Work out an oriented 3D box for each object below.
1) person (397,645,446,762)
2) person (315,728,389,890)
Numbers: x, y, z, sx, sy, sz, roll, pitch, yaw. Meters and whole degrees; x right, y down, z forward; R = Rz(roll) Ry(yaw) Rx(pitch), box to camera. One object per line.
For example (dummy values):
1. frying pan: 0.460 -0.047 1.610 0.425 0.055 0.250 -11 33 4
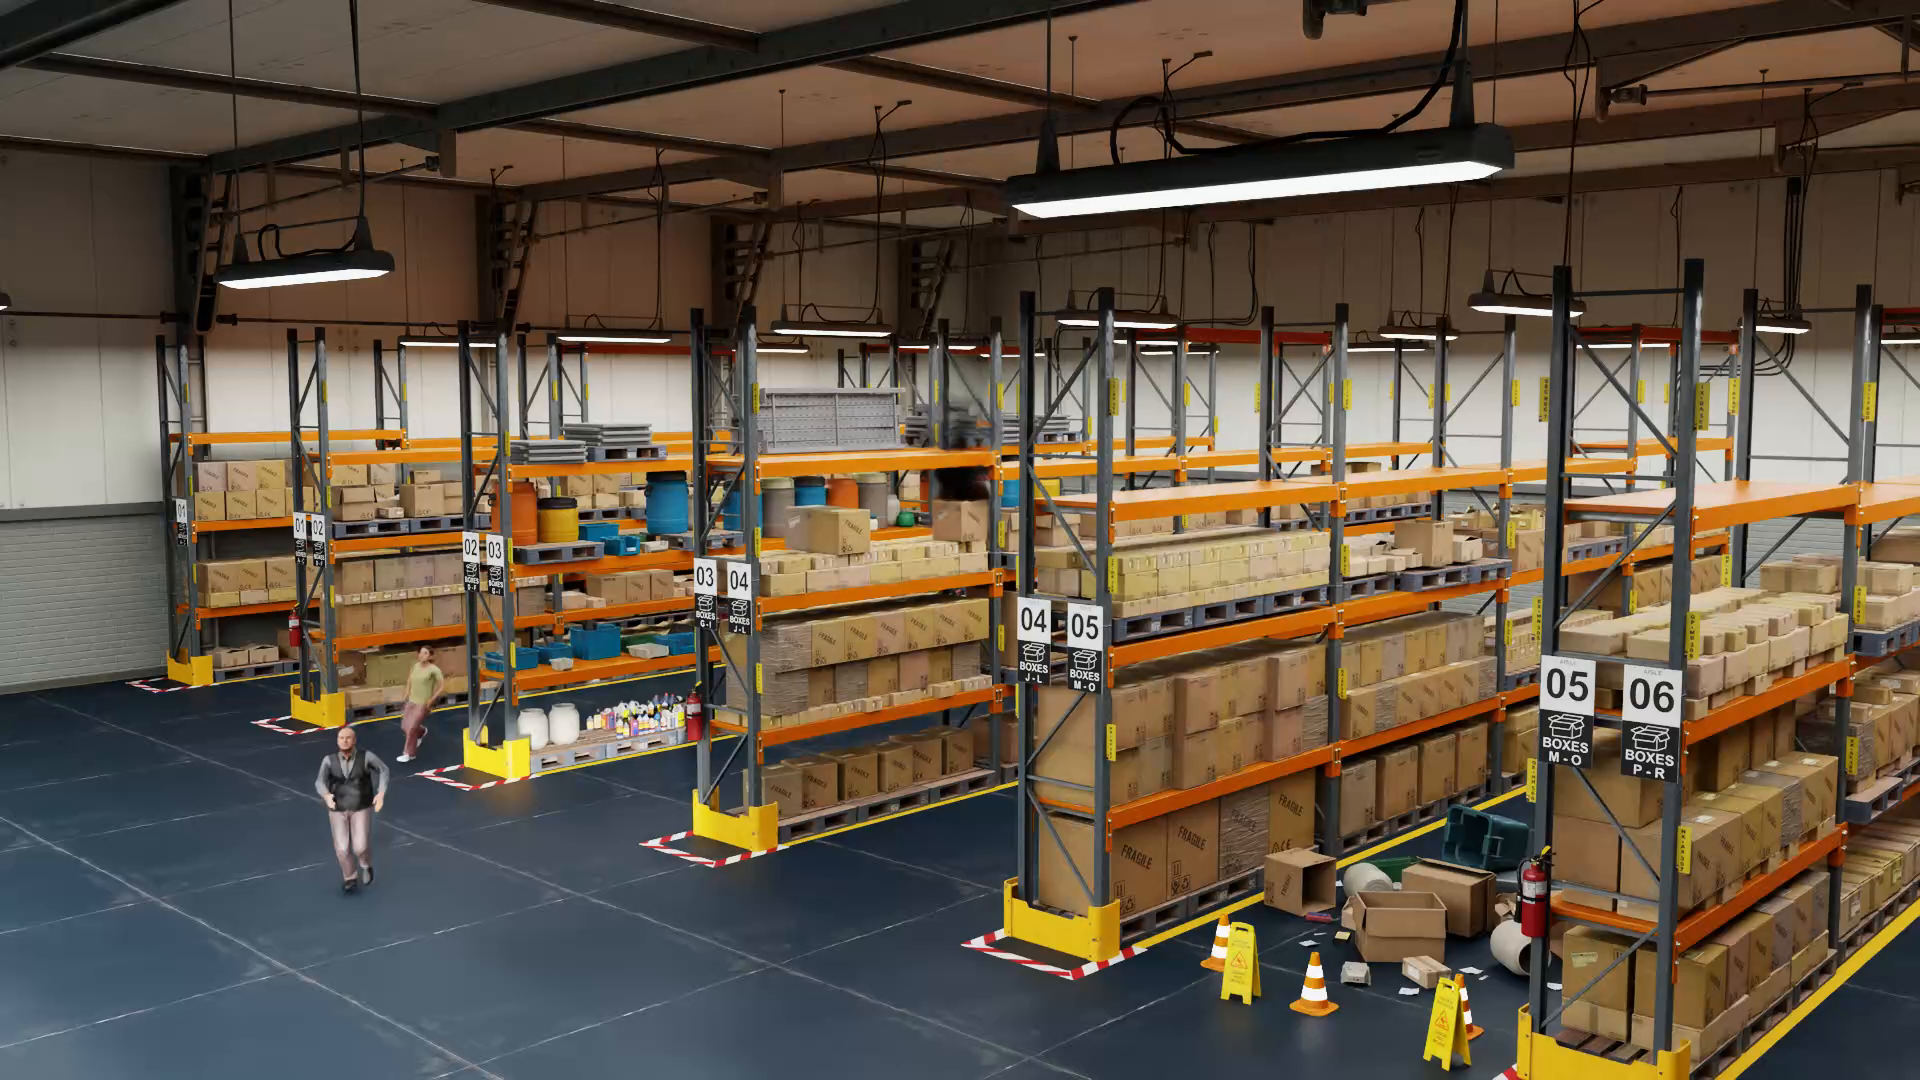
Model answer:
1. person: -7.355 2.226 22.812 0.610 1.593 0.556 2 6 18
2. person: -6.157 2.743 16.823 0.699 1.669 0.584 -1 5 -11
